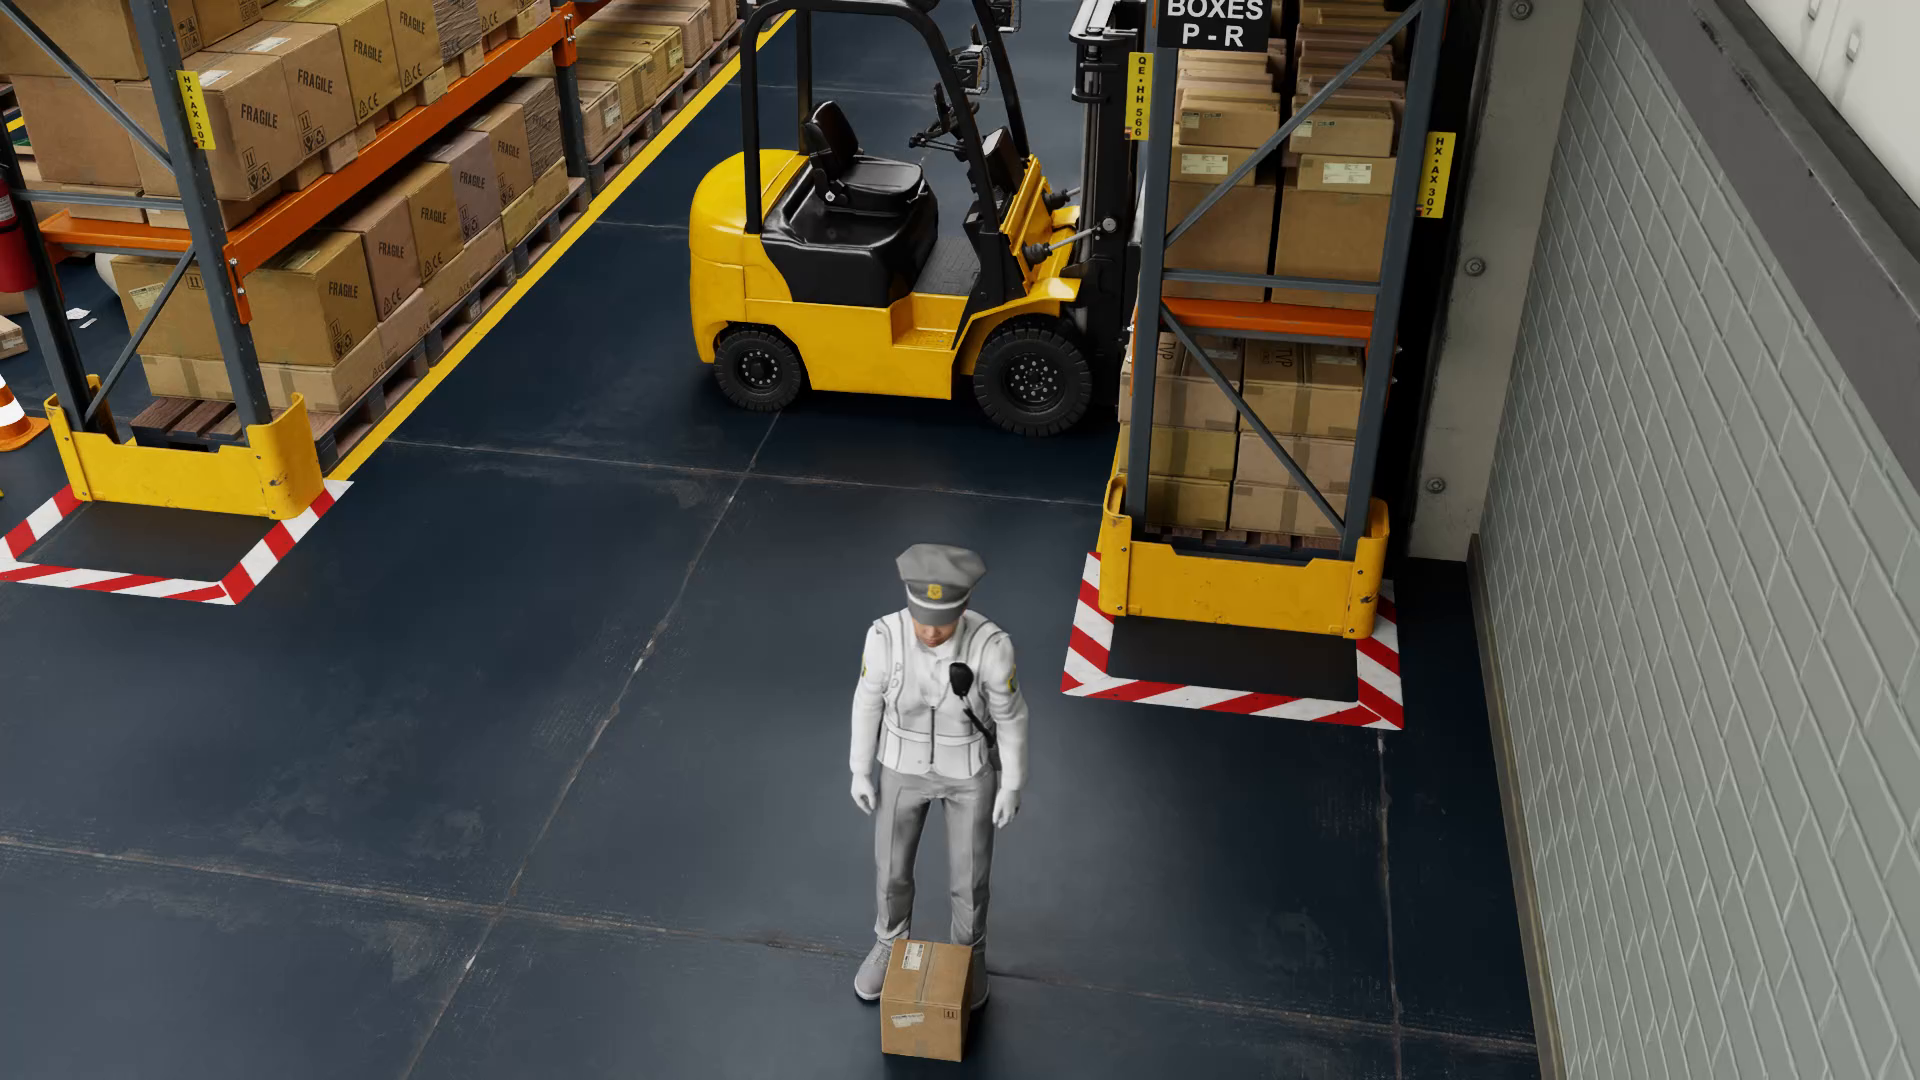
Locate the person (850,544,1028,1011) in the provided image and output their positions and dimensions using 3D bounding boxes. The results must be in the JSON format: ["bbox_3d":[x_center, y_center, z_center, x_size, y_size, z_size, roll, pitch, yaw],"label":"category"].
[{"bbox_3d":[-0.066,0.717,5.014,0.536,1.662,0.378,5,33,7],"label":"person"}]
